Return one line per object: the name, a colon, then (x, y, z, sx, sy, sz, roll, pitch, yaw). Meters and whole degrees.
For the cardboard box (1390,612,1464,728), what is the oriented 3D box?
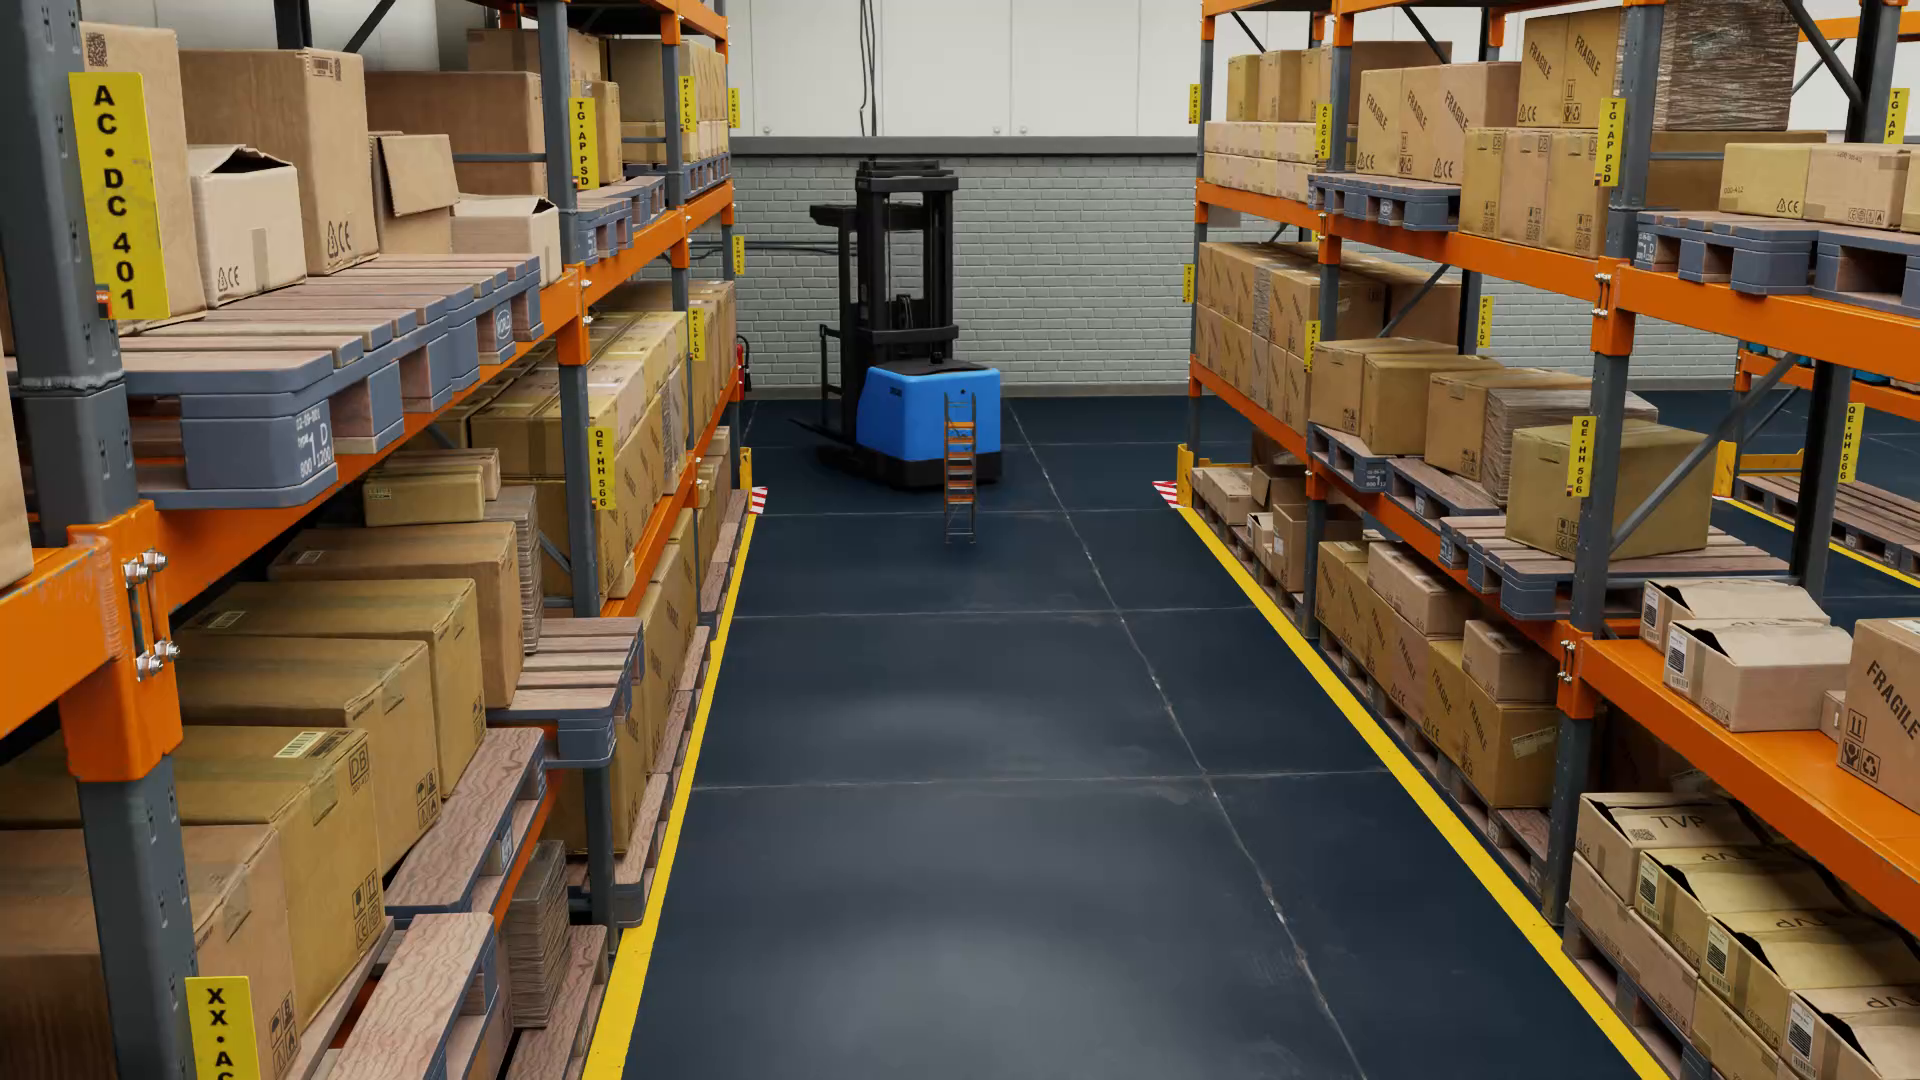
cardboard box: (2.658, 0.690, 8.959, 0.500, 0.500, 0.500, -1, 14, -6)

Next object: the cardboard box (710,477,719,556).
cardboard box: (-2.173, -0.170, 12.341, 0.700, 0.500, 0.500, -1, 14, -2)

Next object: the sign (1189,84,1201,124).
sign: (1.983, -3.677, 14.023, 0.100, 0.325, 0.005, -1, 14, -3)

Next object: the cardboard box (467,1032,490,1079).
cardboard box: (-1.852, 1.687, 5.085, 0.700, 0.500, 0.500, -1, 14, -4)

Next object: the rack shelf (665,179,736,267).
rack shelf: (-2.295, -2.339, 12.020, 1.077, 0.370, 4.000, -1, 14, -3)

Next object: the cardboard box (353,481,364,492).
cardboard box: (-2.216, -0.058, 6.893, 0.500, 0.500, 0.500, -1, 14, -3)

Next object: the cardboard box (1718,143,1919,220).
cardboard box: (3.105, -1.291, 5.963, 0.500, 0.250, 0.500, -2, 15, -8)

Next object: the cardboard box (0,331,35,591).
cardboard box: (-1.398, -0.136, 1.774, 0.500, 0.500, 0.500, 0, 14, -2)

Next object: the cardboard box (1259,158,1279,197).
cardboard box: (2.417, -2.560, 11.737, 0.500, 0.250, 0.500, -1, 14, -3)

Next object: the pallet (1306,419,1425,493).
pallet: (2.713, -0.521, 9.917, 1.003, 0.211, 1.213, -1, 14, -3)

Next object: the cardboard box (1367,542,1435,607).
cardboard box: (2.621, 0.193, 9.386, 0.500, 0.250, 0.500, -1, 14, -3)

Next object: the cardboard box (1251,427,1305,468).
cardboard box: (2.804, -0.680, 14.284, 0.500, 0.500, 0.500, -1, 14, -3)

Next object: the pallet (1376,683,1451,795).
pallet: (2.939, 1.042, 9.053, 1.003, 0.211, 1.213, -1, 14, -3)

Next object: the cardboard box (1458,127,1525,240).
cardboard box: (2.896, -1.685, 7.834, 0.910, 0.500, 0.500, -1, 14, -3)

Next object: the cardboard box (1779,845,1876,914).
cardboard box: (3.337, 1.293, 6.032, 0.500, 0.311, 0.500, -1, 14, -4)

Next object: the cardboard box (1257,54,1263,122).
cardboard box: (2.657, -3.419, 12.566, 0.700, 0.500, 0.500, -1, 14, -3)

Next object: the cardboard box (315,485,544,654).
cardboard box: (-1.885, 0.113, 5.983, 0.700, 0.500, 0.500, -3, 15, -10)

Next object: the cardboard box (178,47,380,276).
cardboard box: (-1.706, -0.896, 3.925, 0.500, 0.500, 0.500, -1, 14, -5)

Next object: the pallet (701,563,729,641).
pallet: (-2.141, 0.423, 11.458, 1.003, 0.211, 1.213, -1, 14, -3)

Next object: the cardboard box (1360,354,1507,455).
cardboard box: (2.684, -0.775, 9.475, 0.700, 0.500, 0.500, 1, 14, 5)

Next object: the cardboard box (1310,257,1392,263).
cardboard box: (2.927, -1.853, 12.502, 0.500, 0.500, 0.500, 0, 14, -2)

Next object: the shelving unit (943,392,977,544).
shelving unit: (0.001, -0.577, 13.363, 0.258, 1.200, 0.189, -1, 14, -3)

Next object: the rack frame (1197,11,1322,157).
rack frame: (2.525, -4.715, 13.791, 1.000, 3.000, 0.127, -1, 14, -3)

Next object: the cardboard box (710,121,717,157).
cardboard box: (-2.039, -2.927, 12.120, 0.500, 0.250, 0.500, -1, 14, -5)

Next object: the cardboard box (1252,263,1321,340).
cardboard box: (2.417, -1.721, 11.990, 0.500, 0.500, 0.500, -1, 14, -3)

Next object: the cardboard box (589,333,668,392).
cardboard box: (-1.834, -0.936, 8.801, 0.500, 0.250, 0.500, -1, 14, -2)

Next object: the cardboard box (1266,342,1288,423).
cardboard box: (2.452, -1.111, 11.625, 0.500, 0.500, 0.500, 0, 14, -2)

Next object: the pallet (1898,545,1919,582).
pallet: (7.632, 0.278, 12.021, 1.003, 0.211, 1.213, -1, 14, -3)

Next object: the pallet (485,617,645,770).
pallet: (-1.773, 0.526, 5.846, 1.213, 0.211, 1.003, -1, 14, -3)

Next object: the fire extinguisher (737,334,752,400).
fire extinguisher: (-1.968, -1.558, 14.467, 0.296, 0.674, 0.183, -1, 14, -3)

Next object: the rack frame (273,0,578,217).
rack frame: (-1.924, -2.648, 5.757, 1.000, 3.000, 0.127, -1, 14, -3)

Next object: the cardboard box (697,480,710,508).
cardboard box: (-1.955, -0.319, 11.620, 0.380, 0.149, 0.250, 0, 14, -2)

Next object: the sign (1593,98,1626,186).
sign: (2.479, -1.515, 6.337, 0.100, 0.325, 0.005, -1, 14, -3)

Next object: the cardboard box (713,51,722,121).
cardboard box: (-2.082, -3.424, 12.548, 0.500, 0.500, 0.500, 0, 14, -2)

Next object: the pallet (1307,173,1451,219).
pallet: (2.743, -2.013, 9.687, 1.213, 0.211, 1.003, -1, 14, -3)

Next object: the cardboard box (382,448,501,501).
cardboard box: (-1.872, -0.232, 6.025, 0.380, 0.149, 0.250, -3, 15, -11)

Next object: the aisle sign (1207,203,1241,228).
aisle sign: (2.227, -3.081, 14.262, 0.394, 0.787, 0.004, -1, 14, -3)

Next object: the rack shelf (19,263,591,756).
rack shelf: (-1.800, -0.349, 4.287, 1.077, 0.370, 4.000, -1, 14, -3)

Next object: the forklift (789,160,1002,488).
forklift: (-0.774, -2.212, 16.240, 1.130, 2.935, 3.031, -8, 17, -29)

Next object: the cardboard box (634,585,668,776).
cardboard box: (-1.886, 0.693, 8.286, 0.750, 0.750, 0.750, -1, 14, -4)

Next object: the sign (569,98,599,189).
sign: (-1.382, -1.453, 6.097, 0.100, 0.325, 0.005, -1, 14, -3)

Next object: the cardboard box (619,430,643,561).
cardboard box: (-1.721, -0.199, 7.444, 0.500, 0.500, 0.500, 0, 14, -2)

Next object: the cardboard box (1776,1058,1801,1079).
cardboard box: (2.861, 1.825, 5.088, 0.500, 0.250, 0.500, -1, 14, -2)

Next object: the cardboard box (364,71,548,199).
cardboard box: (-2.010, -1.574, 6.520, 0.700, 0.500, 0.500, -2, 15, -8)

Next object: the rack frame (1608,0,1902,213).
rack frame: (3.020, -2.725, 6.058, 1.000, 3.000, 0.127, -1, 14, -3)

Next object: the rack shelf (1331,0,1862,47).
rack shelf: (2.896, -2.680, 8.130, 1.077, 0.370, 4.000, -1, 14, -3)

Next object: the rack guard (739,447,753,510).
rack guard: (-2.421, -0.527, 14.572, 1.175, 0.500, 0.348, -1, 14, -3)

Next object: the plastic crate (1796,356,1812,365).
plastic crate: (7.196, -1.602, 13.950, 0.416, 0.233, 0.300, -1, 14, -3)

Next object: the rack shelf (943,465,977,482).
rack shelf: (0.001, -0.534, 13.374, 0.258, 0.103, 0.180, -1, 14, -3)

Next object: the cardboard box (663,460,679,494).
cardboard box: (-1.783, -0.353, 9.342, 0.380, 0.149, 0.250, -1, 14, -3)

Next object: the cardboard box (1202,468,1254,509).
cardboard box: (2.306, -0.427, 13.800, 0.500, 0.250, 0.500, -1, 14, -3)

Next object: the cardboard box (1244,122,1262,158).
cardboard box: (2.385, -2.926, 12.158, 0.500, 0.250, 0.500, -1, 14, -3)
